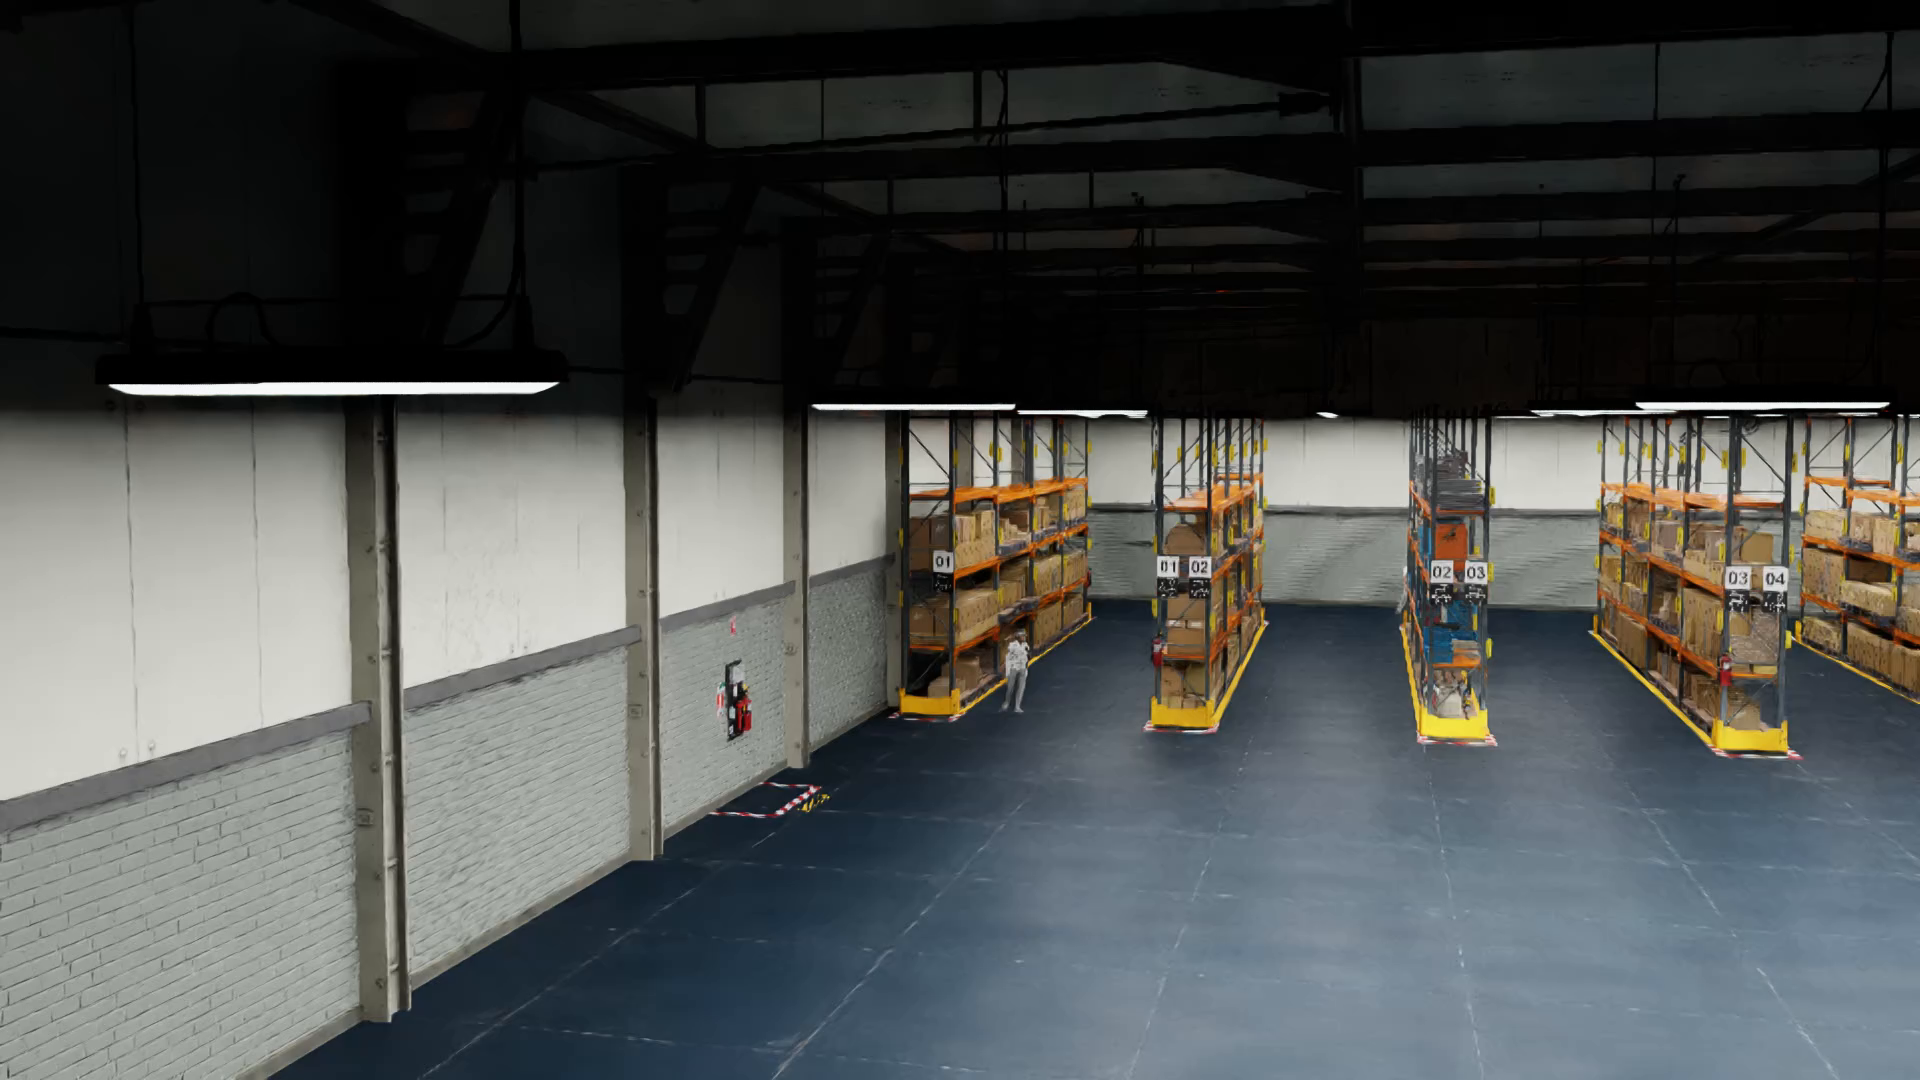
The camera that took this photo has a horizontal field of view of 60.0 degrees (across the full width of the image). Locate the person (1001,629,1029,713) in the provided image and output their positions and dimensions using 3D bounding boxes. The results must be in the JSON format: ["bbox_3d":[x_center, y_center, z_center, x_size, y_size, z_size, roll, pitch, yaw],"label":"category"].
[{"bbox_3d":[1.093,2.552,32.703,0.522,1.662,0.534,-2,4,-23],"label":"person"}]

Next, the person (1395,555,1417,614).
[{"bbox_3d":[13.241,1.323,49.221,0.725,1.750,0.514,-2,5,-30],"label":"person"}]
